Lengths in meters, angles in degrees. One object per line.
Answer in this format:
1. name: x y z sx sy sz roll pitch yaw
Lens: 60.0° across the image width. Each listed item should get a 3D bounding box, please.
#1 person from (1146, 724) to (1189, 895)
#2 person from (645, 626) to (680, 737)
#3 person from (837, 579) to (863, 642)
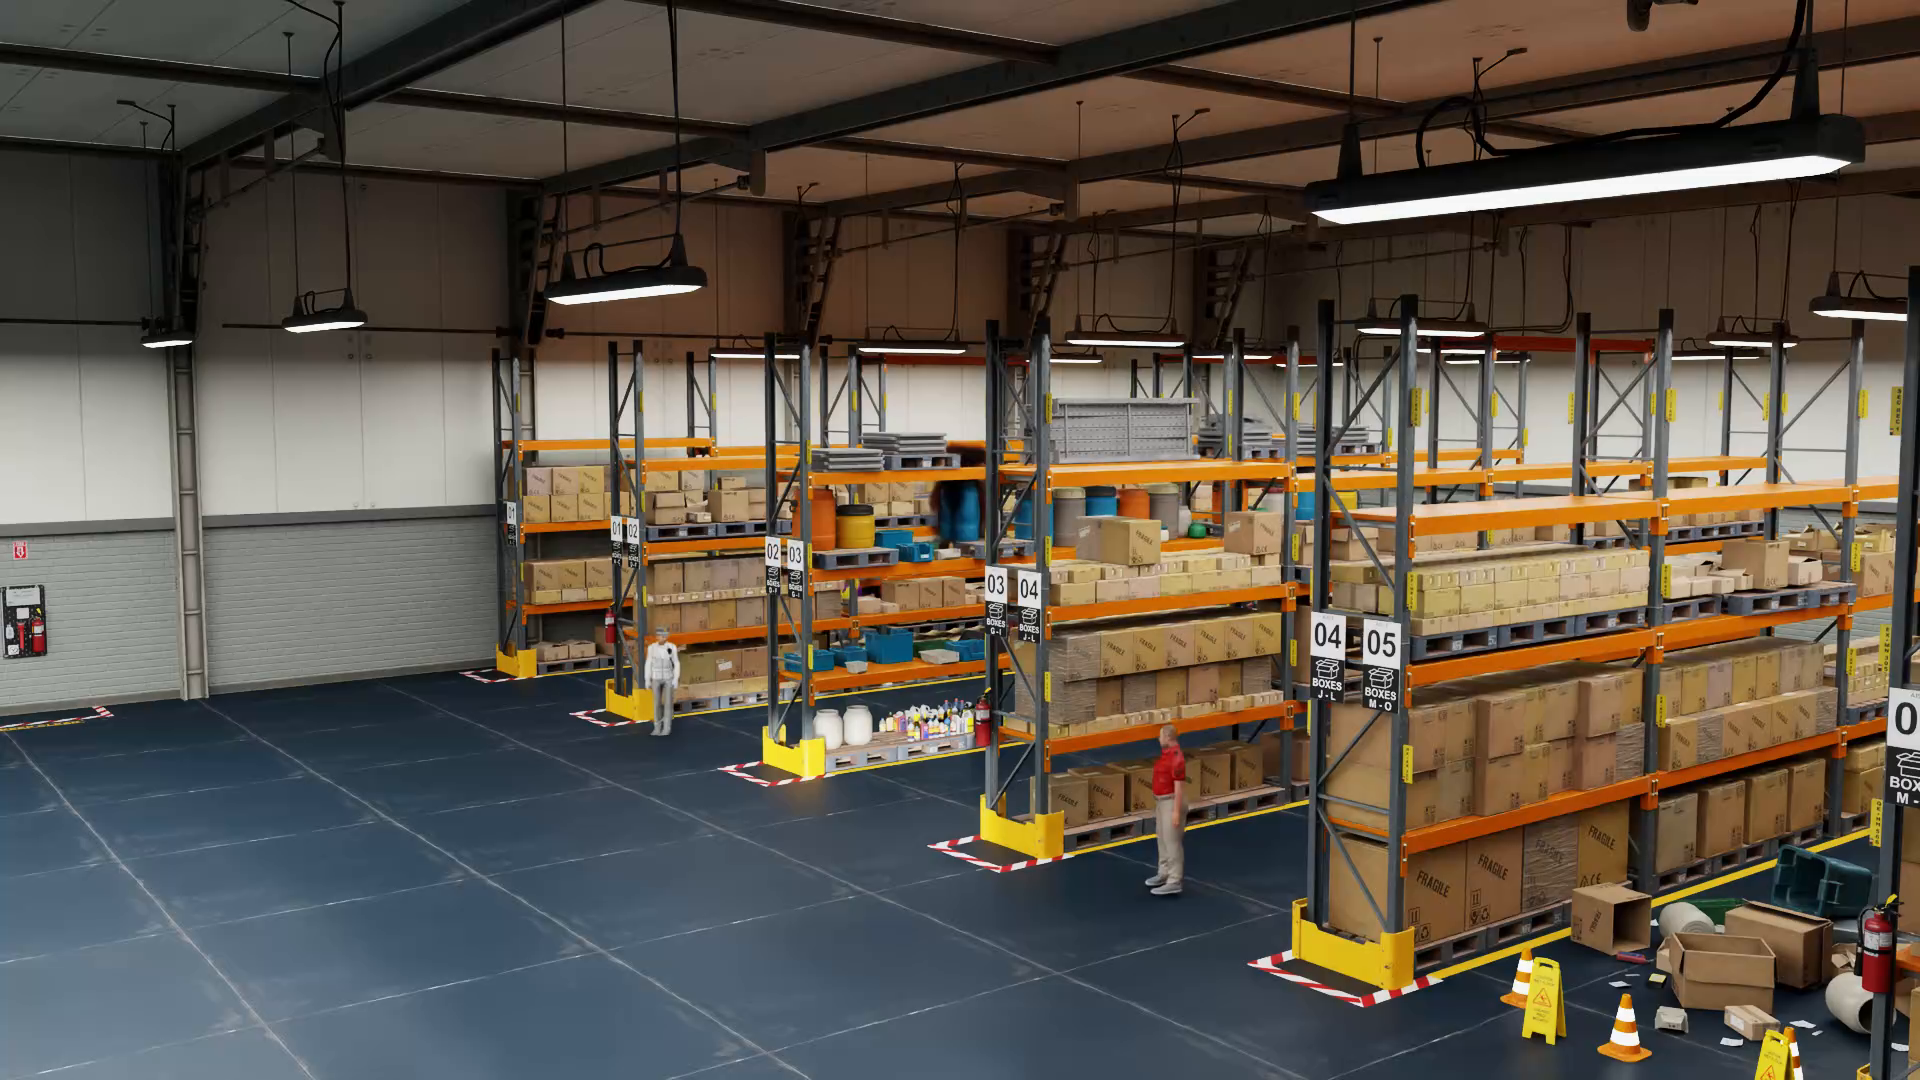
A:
1. person: 2.161 2.778 17.322 0.415 1.732 0.586 0 5 -4
2. person: -4.502 2.129 25.170 0.528 1.673 0.390 -1 5 -8
3. person: -2.292 1.401 33.073 1.007 1.732 0.507 -3 6 -34
